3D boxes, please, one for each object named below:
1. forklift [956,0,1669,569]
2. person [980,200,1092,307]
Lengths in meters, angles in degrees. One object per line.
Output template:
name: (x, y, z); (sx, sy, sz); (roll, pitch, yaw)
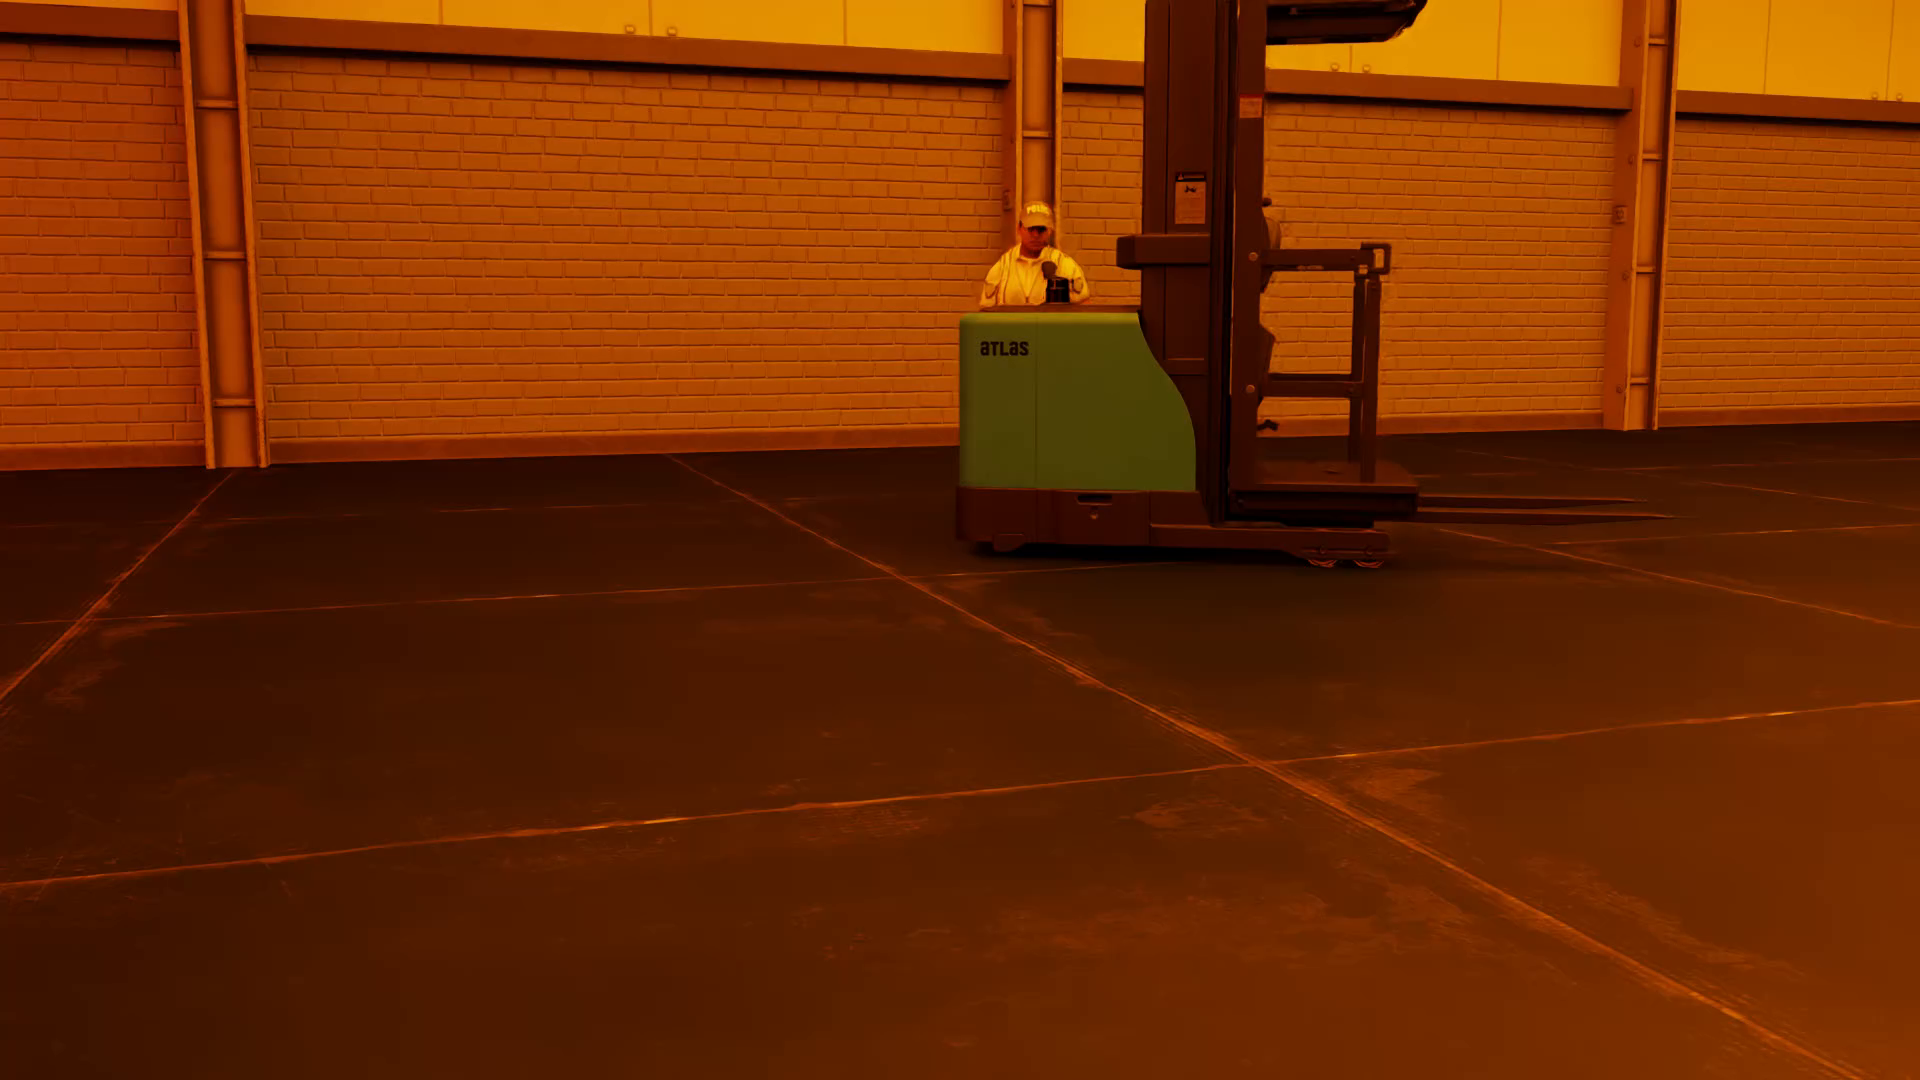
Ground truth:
forklift: (1.548, -1.409, 7.407); (3.031, 2.935, 1.130); (1, 8, 10)
person: (0.420, -0.923, 8.629); (0.740, 1.645, 0.435); (1, 8, 8)
